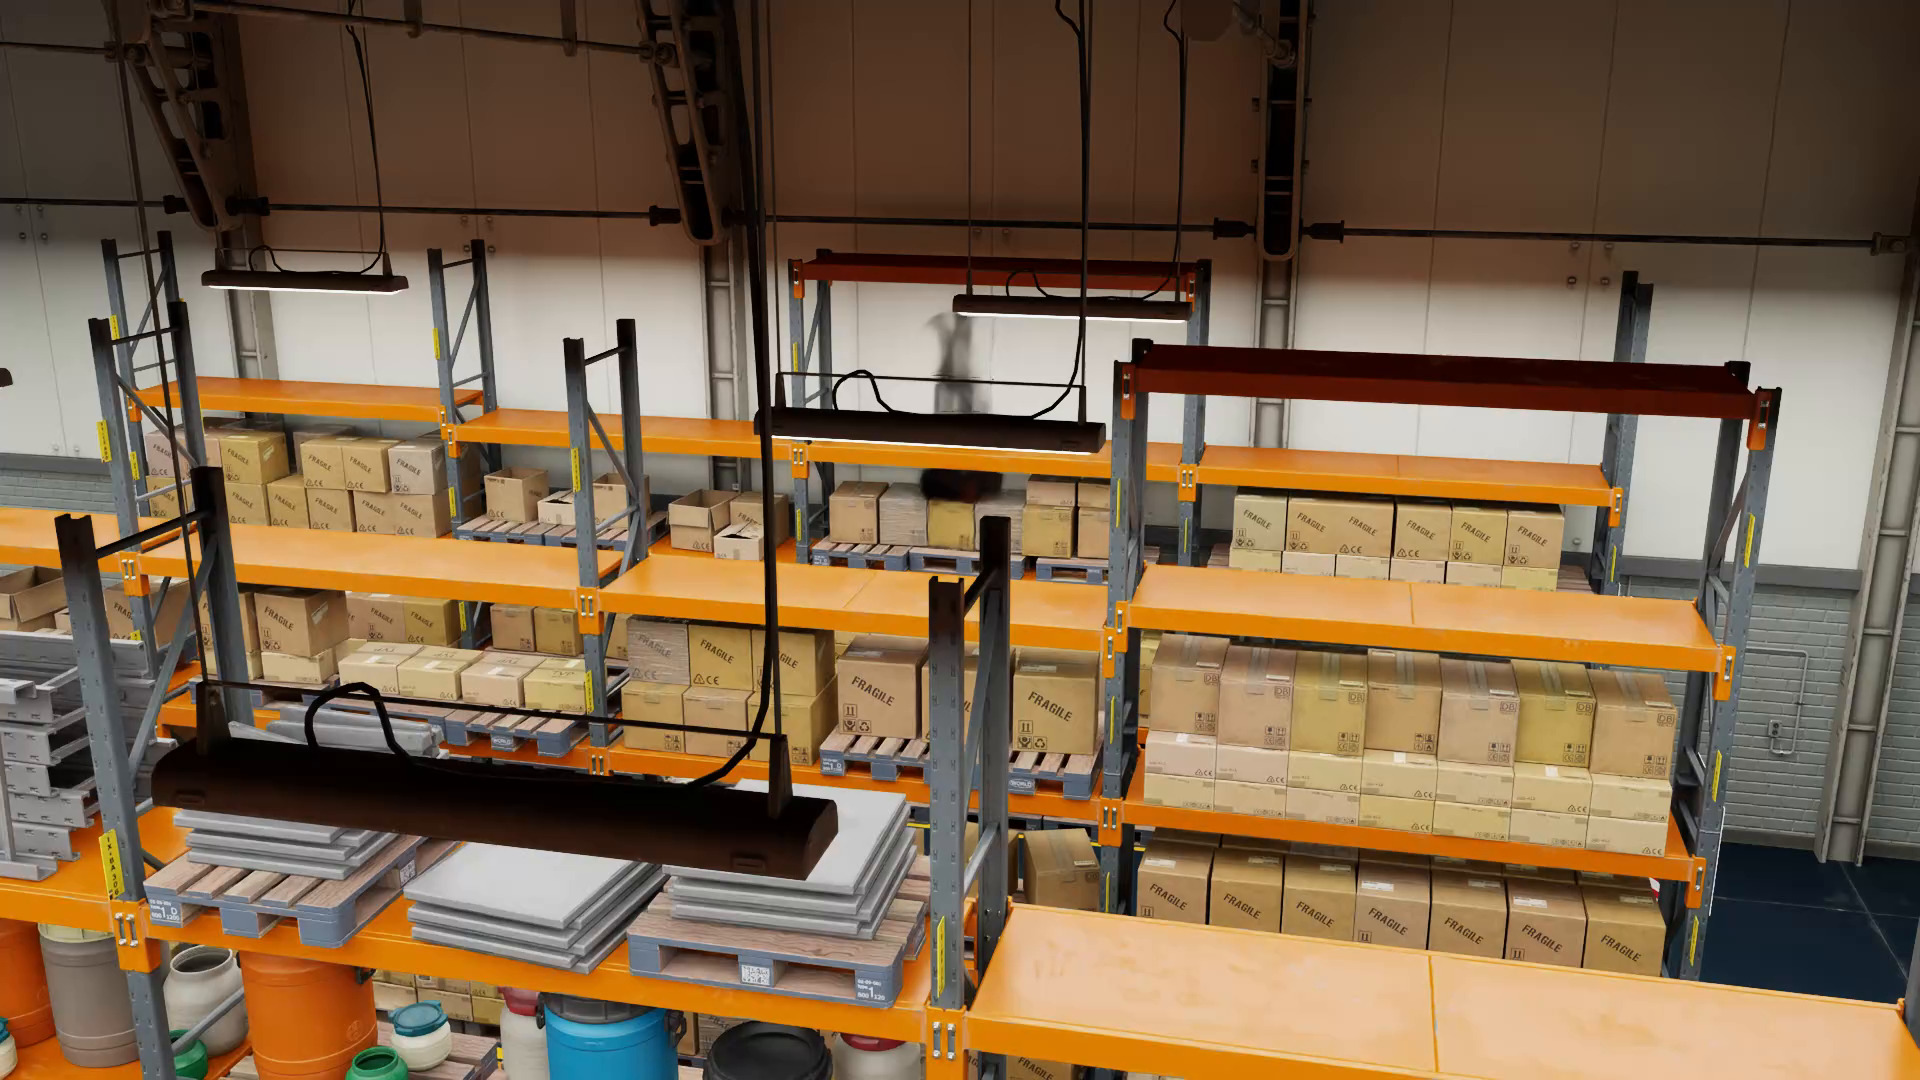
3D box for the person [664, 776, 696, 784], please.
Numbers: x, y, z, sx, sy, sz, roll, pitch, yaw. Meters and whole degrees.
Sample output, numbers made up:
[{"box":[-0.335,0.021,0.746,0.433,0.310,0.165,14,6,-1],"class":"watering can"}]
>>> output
[{"box":[-2.669,2.648,16.205,0.782,1.740,0.674,2,16,5],"class":"person"}]
